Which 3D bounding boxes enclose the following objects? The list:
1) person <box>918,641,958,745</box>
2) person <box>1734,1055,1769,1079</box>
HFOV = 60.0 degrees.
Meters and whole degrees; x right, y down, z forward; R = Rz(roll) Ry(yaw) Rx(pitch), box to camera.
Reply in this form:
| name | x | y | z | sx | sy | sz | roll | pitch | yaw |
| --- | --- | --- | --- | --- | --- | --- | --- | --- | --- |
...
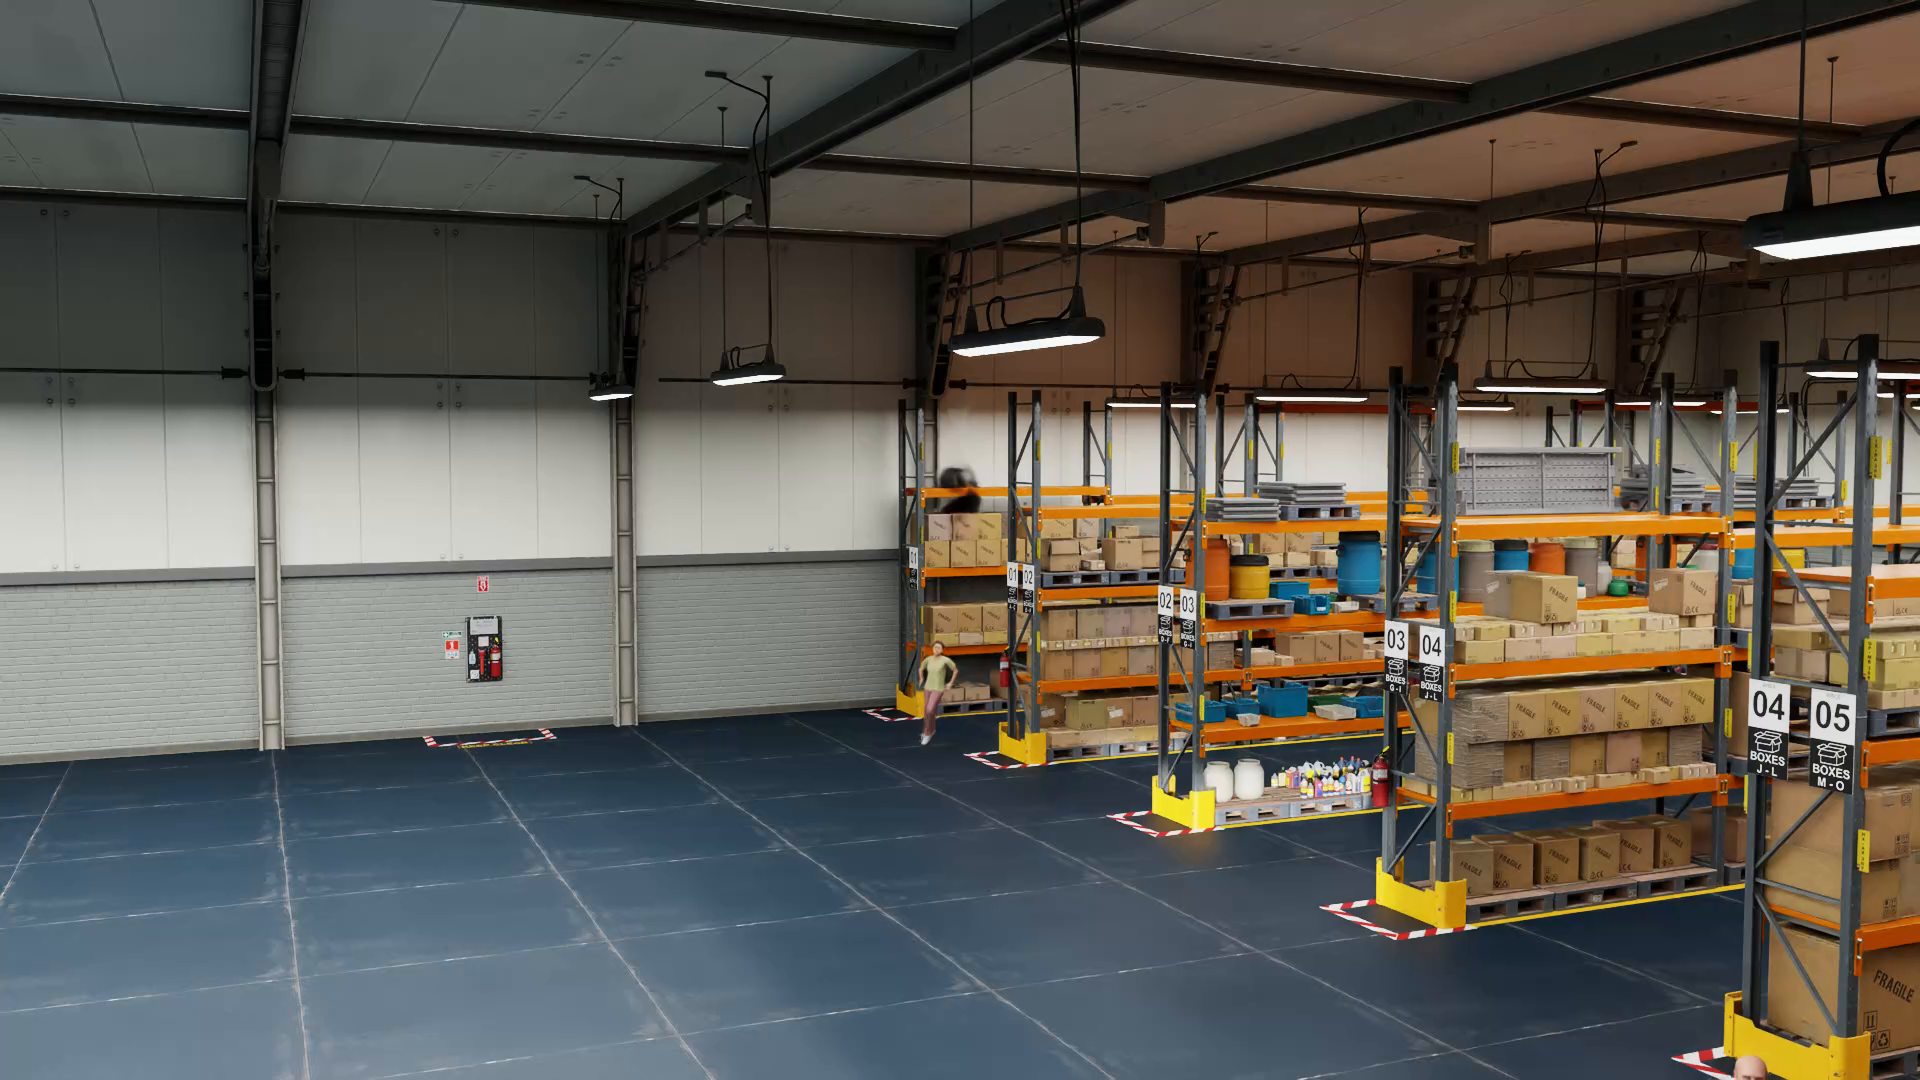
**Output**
| name | x | y | z | sx | sy | sz | roll | pitch | yaw |
| --- | --- | --- | --- | --- | --- | --- | --- | --- | --- |
| person | -0.398 | 2.491 | 27.232 | 0.636 | 1.706 | 0.612 | 2 | 4 | 26 |
| person | 4.524 | 3.764 | 9.547 | 0.691 | 1.735 | 0.981 | 1 | 4 | 22 |
